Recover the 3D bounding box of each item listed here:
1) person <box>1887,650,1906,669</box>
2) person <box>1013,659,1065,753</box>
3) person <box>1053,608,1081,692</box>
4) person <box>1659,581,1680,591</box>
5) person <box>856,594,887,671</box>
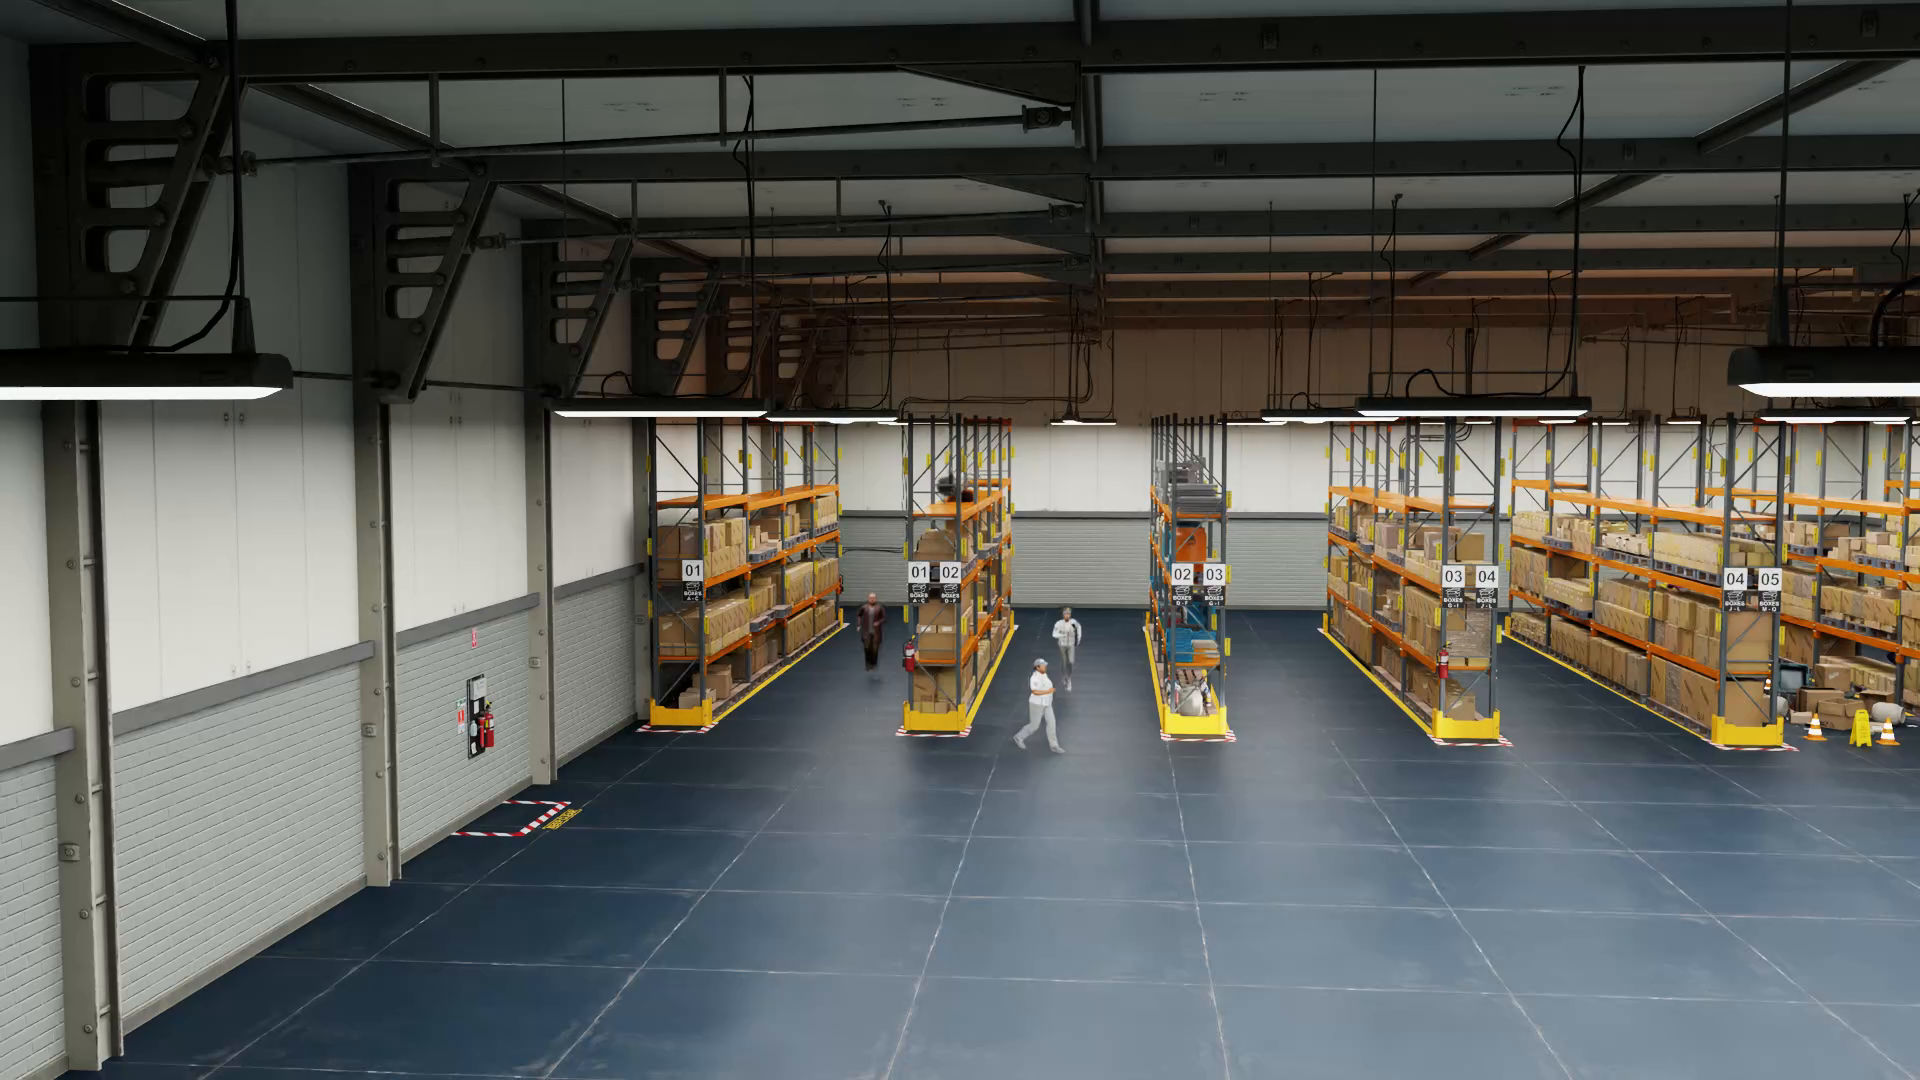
[{"bbox_3d":[21.632,2.352,38.307,0.598,1.580,0.533,0,4,4],"label":"person"},{"bbox_3d":[1.407,2.907,29.240,0.941,1.651,0.607,2,4,30],"label":"person"},{"bbox_3d":[2.268,2.294,35.199,0.639,1.770,0.794,0,4,-5],"label":"person"},{"bbox_3d":[19.996,1.695,47.078,0.713,1.804,0.697,1,4,8],"label":"person"},{"bbox_3d":[-1.989,2.095,37.372,0.704,1.753,0.650,0,4,0],"label":"person"}]
